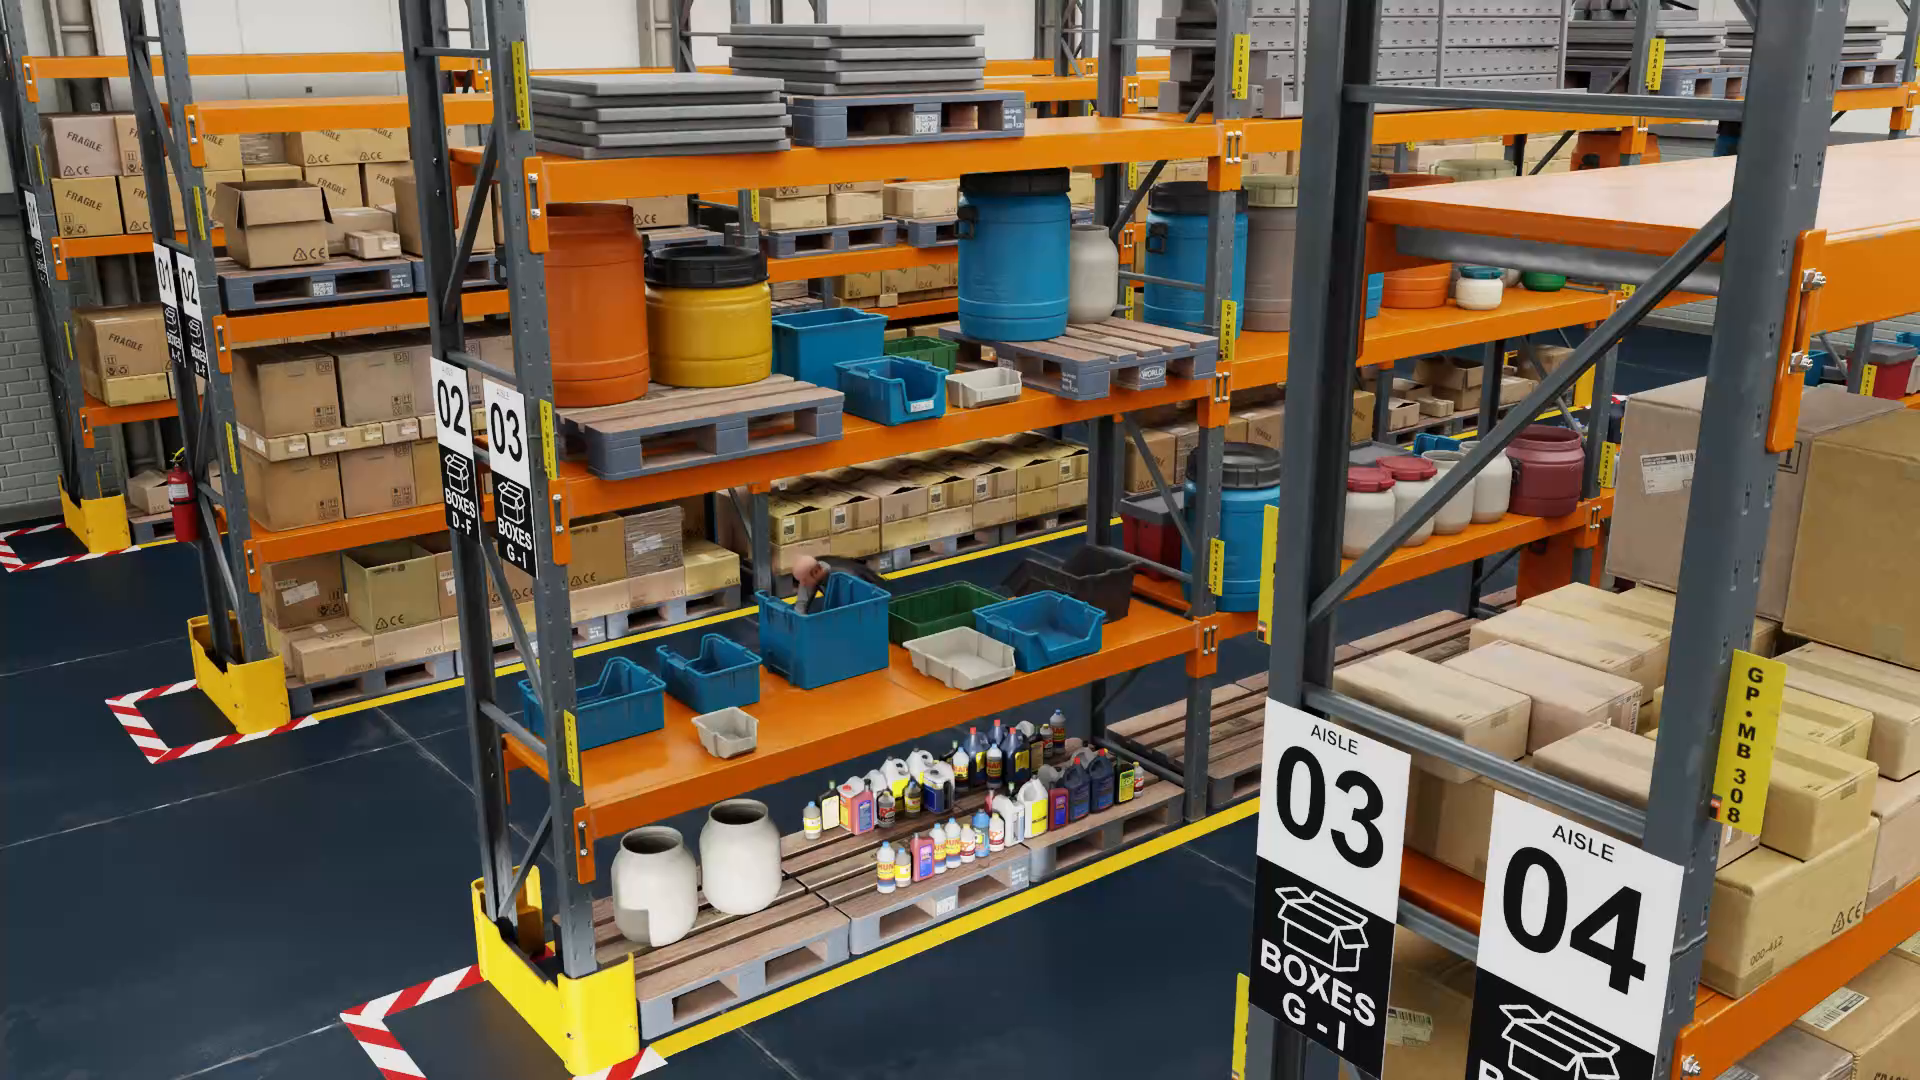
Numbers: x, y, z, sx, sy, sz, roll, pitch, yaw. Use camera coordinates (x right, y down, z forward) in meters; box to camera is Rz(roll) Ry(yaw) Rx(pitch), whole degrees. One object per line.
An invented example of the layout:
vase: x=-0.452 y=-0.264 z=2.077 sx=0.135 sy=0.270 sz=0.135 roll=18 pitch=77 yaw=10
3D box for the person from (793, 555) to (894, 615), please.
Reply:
person: x=-0.895 y=0.505 z=12.257 sx=0.869 sy=0.973 sz=0.513 roll=-14 pitch=22 yaw=-37
